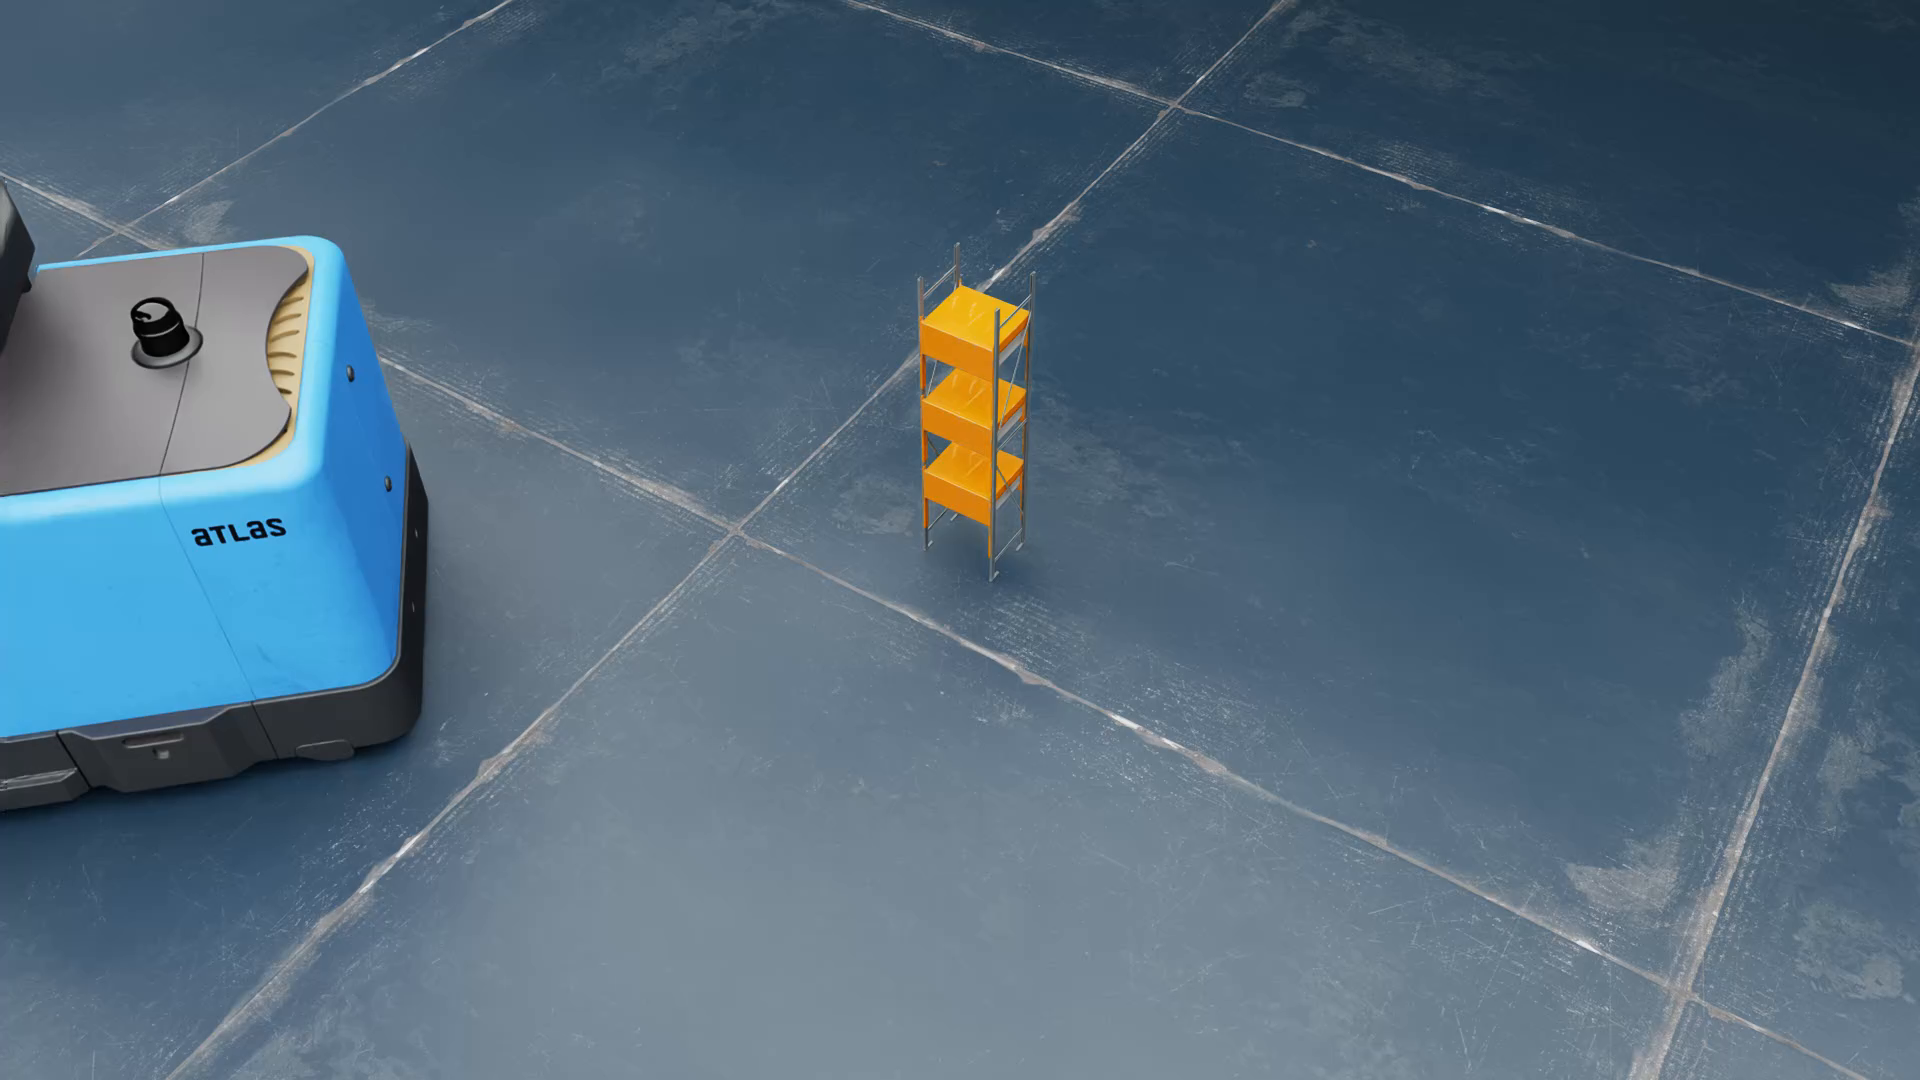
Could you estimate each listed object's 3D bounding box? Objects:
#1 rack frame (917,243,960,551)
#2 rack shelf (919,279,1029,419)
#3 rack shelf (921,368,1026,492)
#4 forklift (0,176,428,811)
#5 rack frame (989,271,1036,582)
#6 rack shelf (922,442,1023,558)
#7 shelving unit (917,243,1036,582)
[{"bbox_3d":[-0.058,-0.392,4.899,0.008,1.050,0.200,25,51,22],"label":"rack frame"},{"bbox_3d":[0.045,-0.536,4.657,0.240,0.259,0.215,25,51,22],"label":"rack shelf"},{"bbox_3d":[0.045,-0.338,4.861,0.240,0.259,0.215,25,51,22],"label":"rack shelf"},{"bbox_3d":[-3.086,-0.579,3.769,3.031,2.935,1.130,-8,46,-8],"label":"forklift"},{"bbox_3d":[0.148,-0.298,4.807,0.008,1.050,0.200,25,51,22],"label":"rack frame"},{"bbox_3d":[0.045,-0.144,5.060,0.240,0.259,0.215,25,51,22],"label":"rack shelf"},{"bbox_3d":[0.045,-0.345,4.853,0.252,1.050,0.215,25,51,22],"label":"shelving unit"}]
